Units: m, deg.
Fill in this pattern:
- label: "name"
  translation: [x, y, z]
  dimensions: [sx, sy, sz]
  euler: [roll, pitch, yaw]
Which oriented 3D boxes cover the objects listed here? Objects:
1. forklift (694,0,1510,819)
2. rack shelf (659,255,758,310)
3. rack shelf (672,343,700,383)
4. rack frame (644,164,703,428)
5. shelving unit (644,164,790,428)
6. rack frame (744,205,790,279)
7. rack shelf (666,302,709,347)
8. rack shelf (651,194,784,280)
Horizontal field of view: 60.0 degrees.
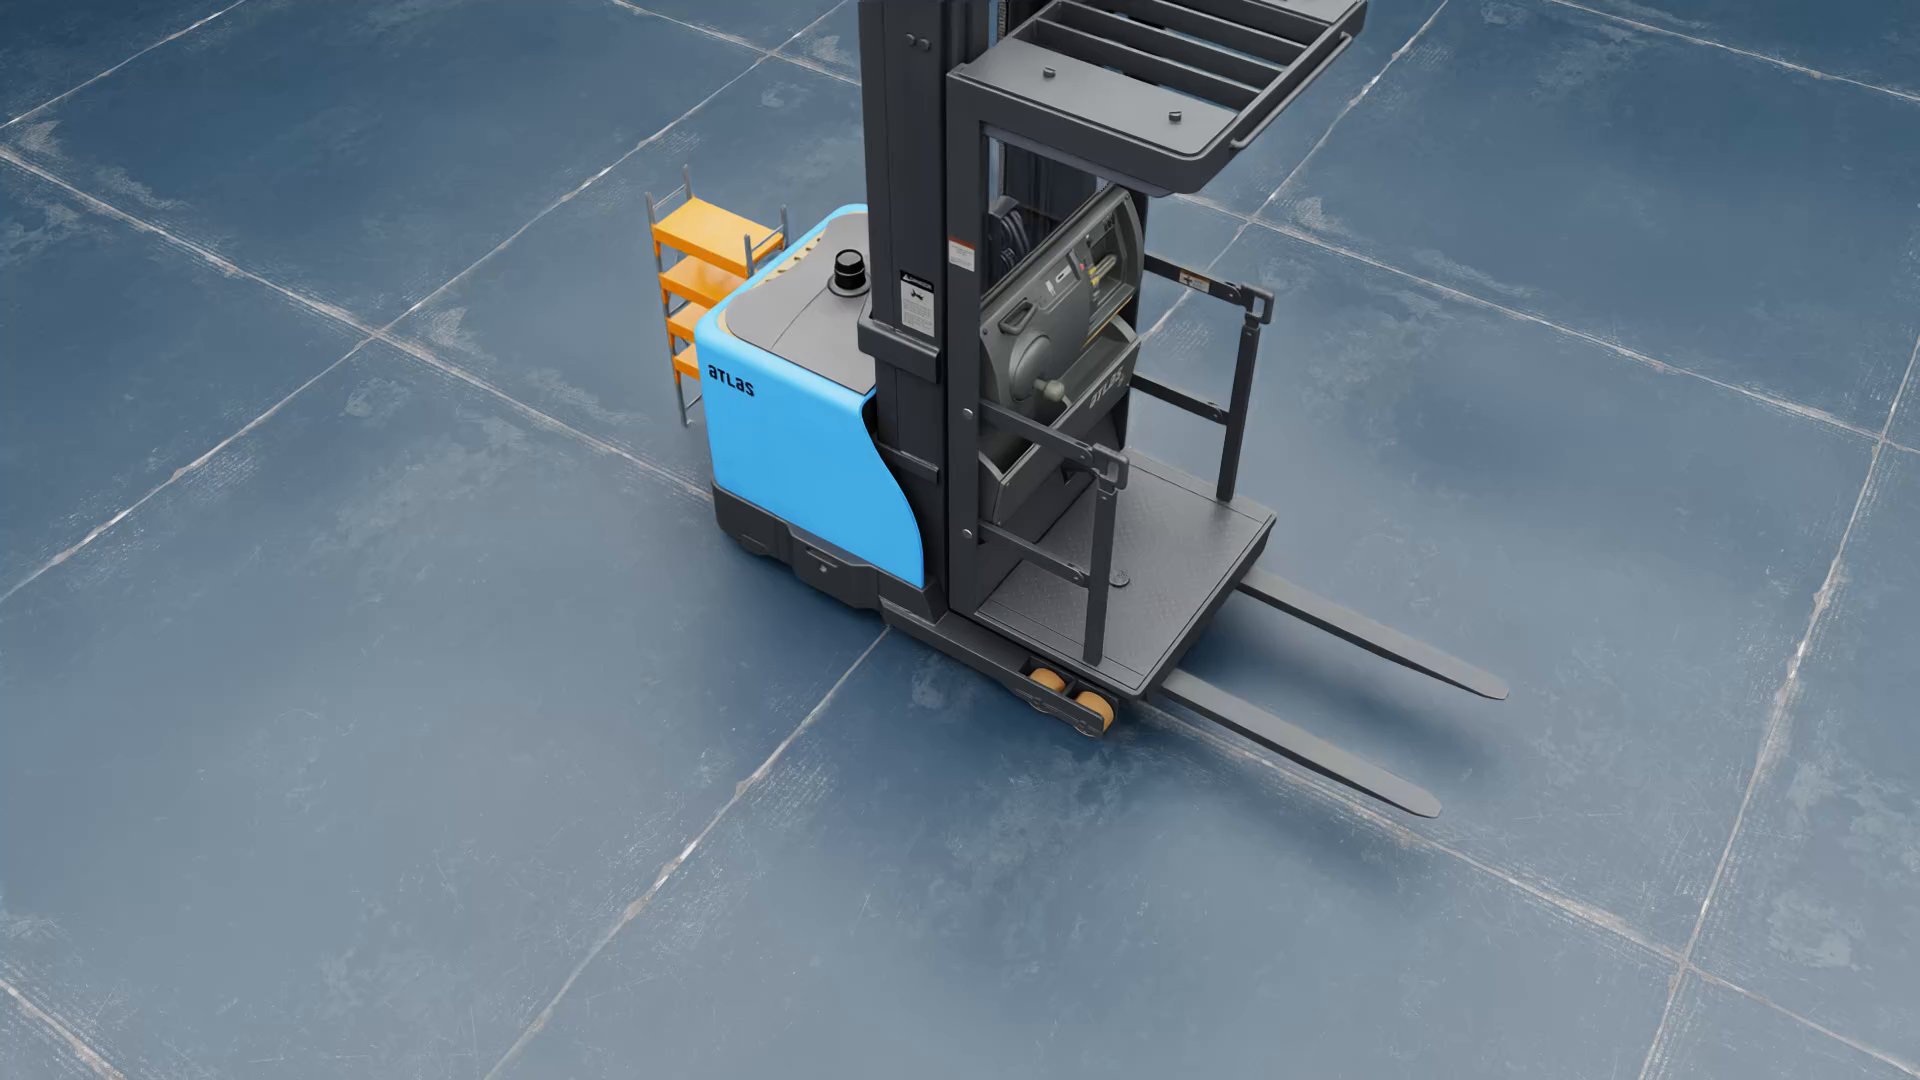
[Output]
- label: "forklift"
  translation: [0.521, -0.746, 5.431]
  dimensions: [3.031, 2.935, 1.130]
  euler: [26, 51, 23]
- label: "rack shelf"
  translation: [-0.933, -0.988, 6.655]
  dimensions: [0.480, 0.148, 0.258]
  euler: [26, 51, 23]
- label: "rack shelf"
  translation: [-0.933, -0.694, 6.958]
  dimensions: [0.480, 0.148, 0.258]
  euler: [26, 51, 23]
- label: "rack frame"
  translation: [-1.135, -0.977, 6.863]
  dimensions: [0.015, 1.200, 0.240]
  euler: [26, 51, 23]
- label: "shelving unit"
  translation: [-0.933, -0.879, 6.767]
  dimensions: [0.503, 1.200, 0.258]
  euler: [26, 51, 23]
- label: "rack frame"
  translation: [-0.731, -0.781, 6.672]
  dimensions: [0.015, 1.200, 0.240]
  euler: [26, 51, 23]
- label: "rack shelf"
  translation: [-0.933, -0.832, 6.816]
  dimensions: [0.480, 0.148, 0.258]
  euler: [26, 51, 23]
- label: "rack shelf"
  translation: [-0.933, -1.153, 6.485]
  dimensions: [0.480, 0.148, 0.258]
  euler: [26, 51, 23]
